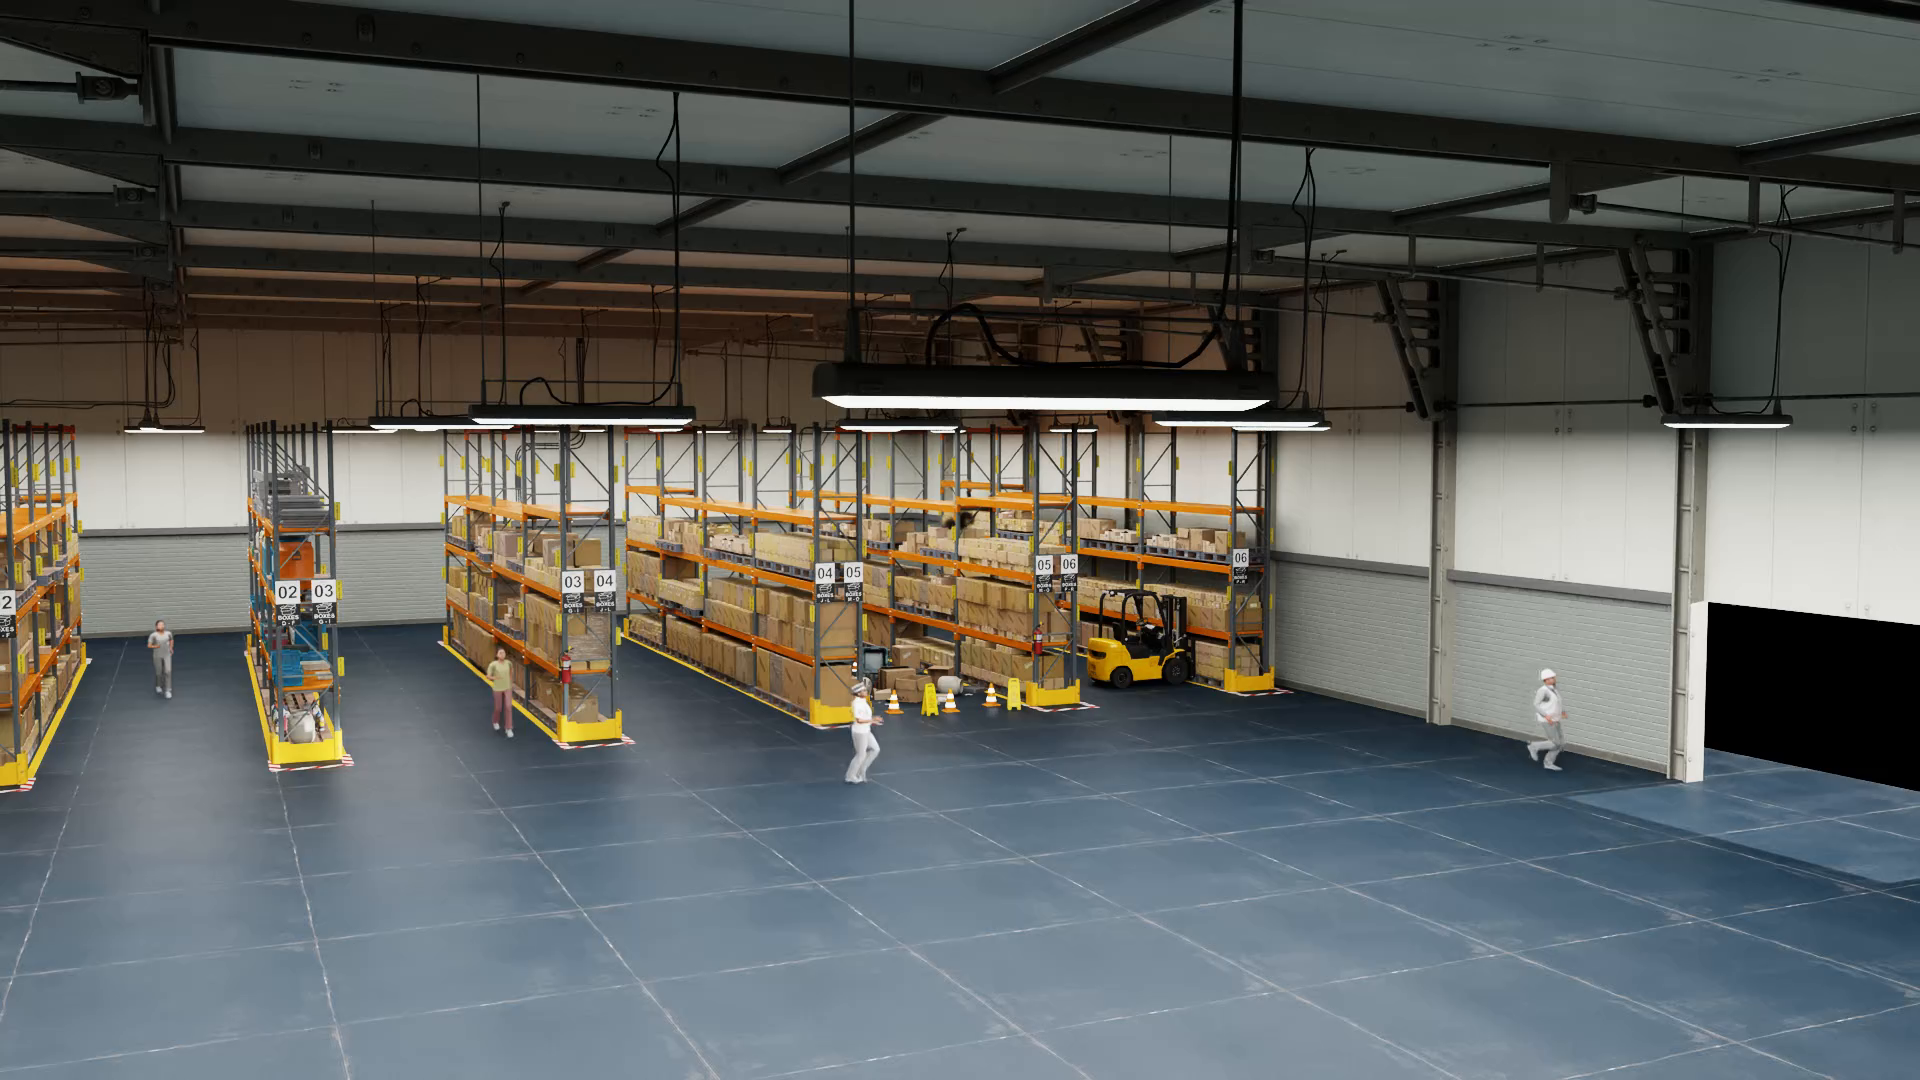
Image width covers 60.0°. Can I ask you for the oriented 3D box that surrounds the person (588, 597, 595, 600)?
[{"bbox_3d":[-10.033,1.944,45.583,0.675,1.752,1.008,-1,4,-16],"label":"person"}]

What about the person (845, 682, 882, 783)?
[{"bbox_3d":[-1.574,3.175,27.352,0.633,1.706,0.557,0,4,7],"label":"person"}]

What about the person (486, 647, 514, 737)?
[{"bbox_3d":[-8.758,2.899,31.751,0.574,1.630,0.951,-2,4,-31],"label":"person"}]

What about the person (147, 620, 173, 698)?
[{"bbox_3d":[-17.501,2.584,36.455,0.565,1.673,0.951,-3,4,-37],"label":"person"}]

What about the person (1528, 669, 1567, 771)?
[{"bbox_3d":[10.090,3.081,28.544,0.586,1.729,0.659,3,5,42],"label":"person"}]
